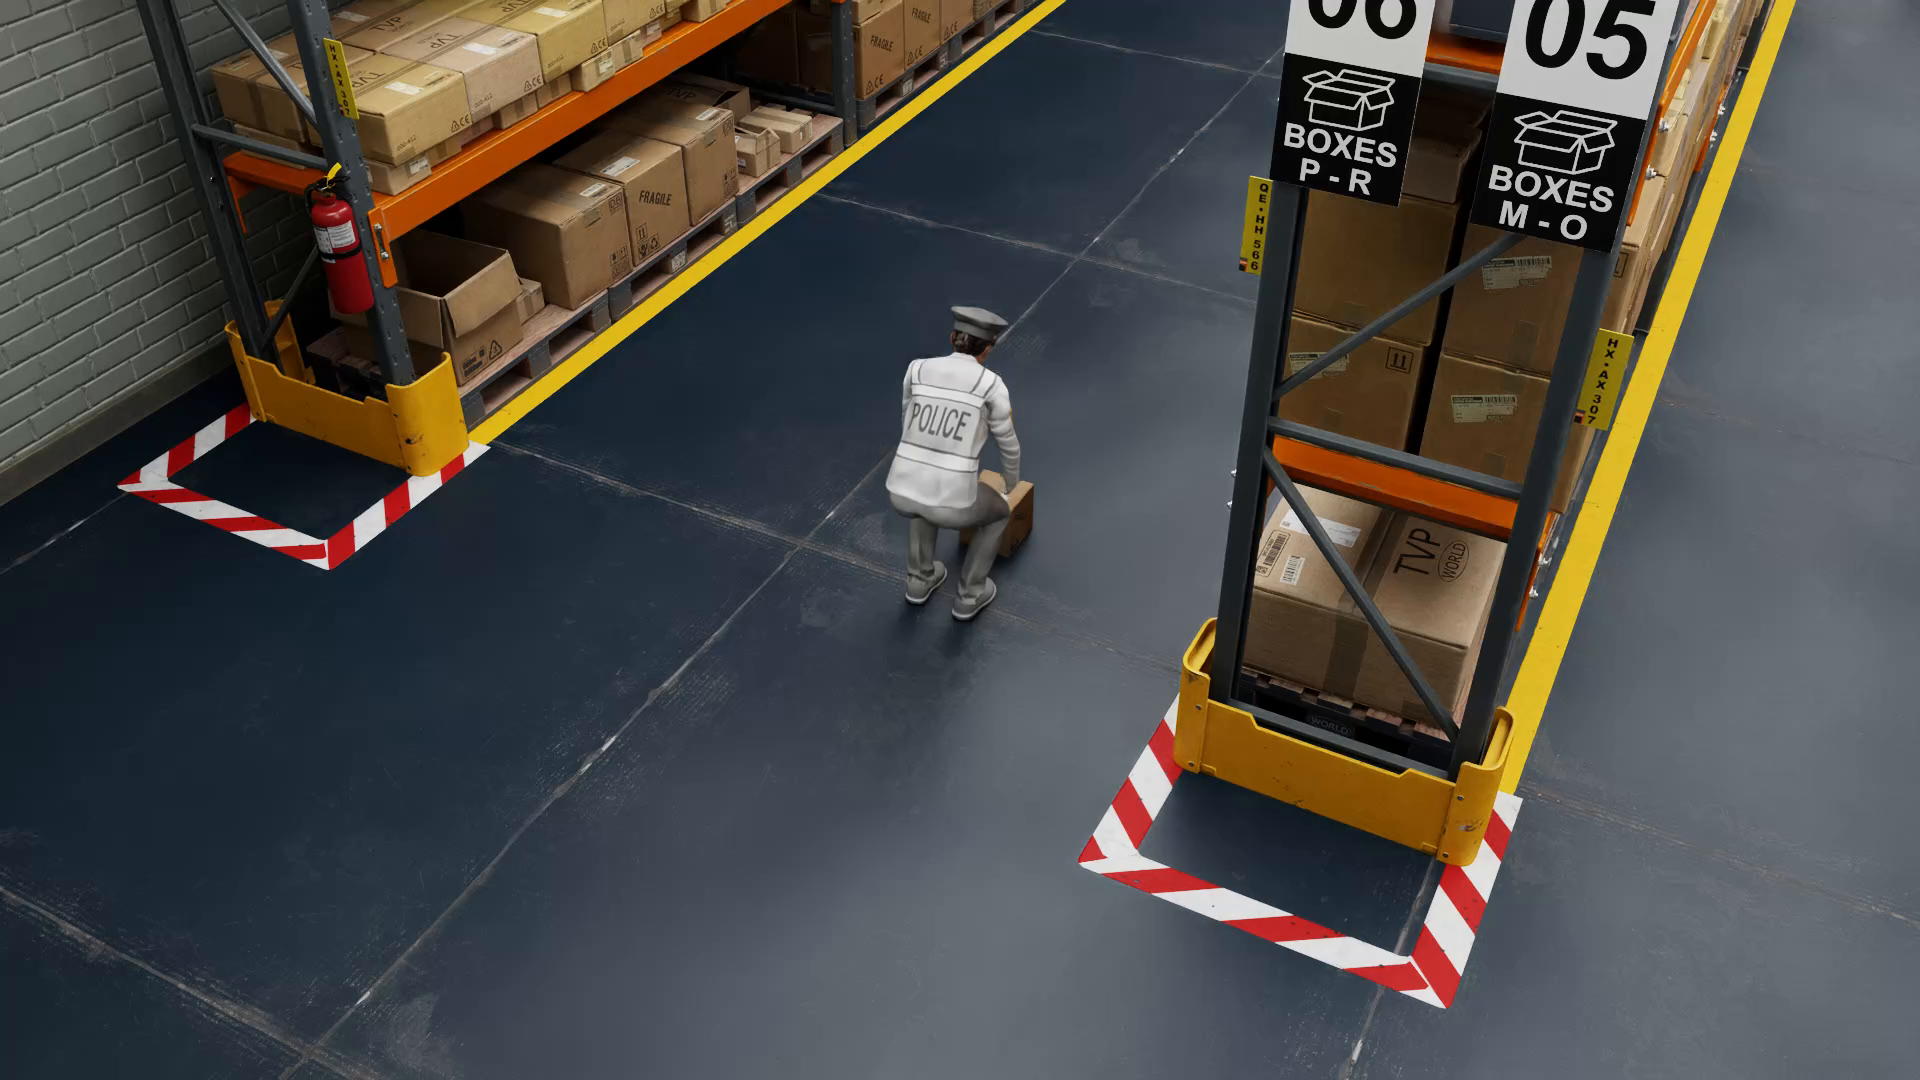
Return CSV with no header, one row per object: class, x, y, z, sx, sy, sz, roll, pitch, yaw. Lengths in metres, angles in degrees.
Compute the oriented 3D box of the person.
person,-0.040,-0.308,6.873,0.531,1.263,0.765,18,42,21
